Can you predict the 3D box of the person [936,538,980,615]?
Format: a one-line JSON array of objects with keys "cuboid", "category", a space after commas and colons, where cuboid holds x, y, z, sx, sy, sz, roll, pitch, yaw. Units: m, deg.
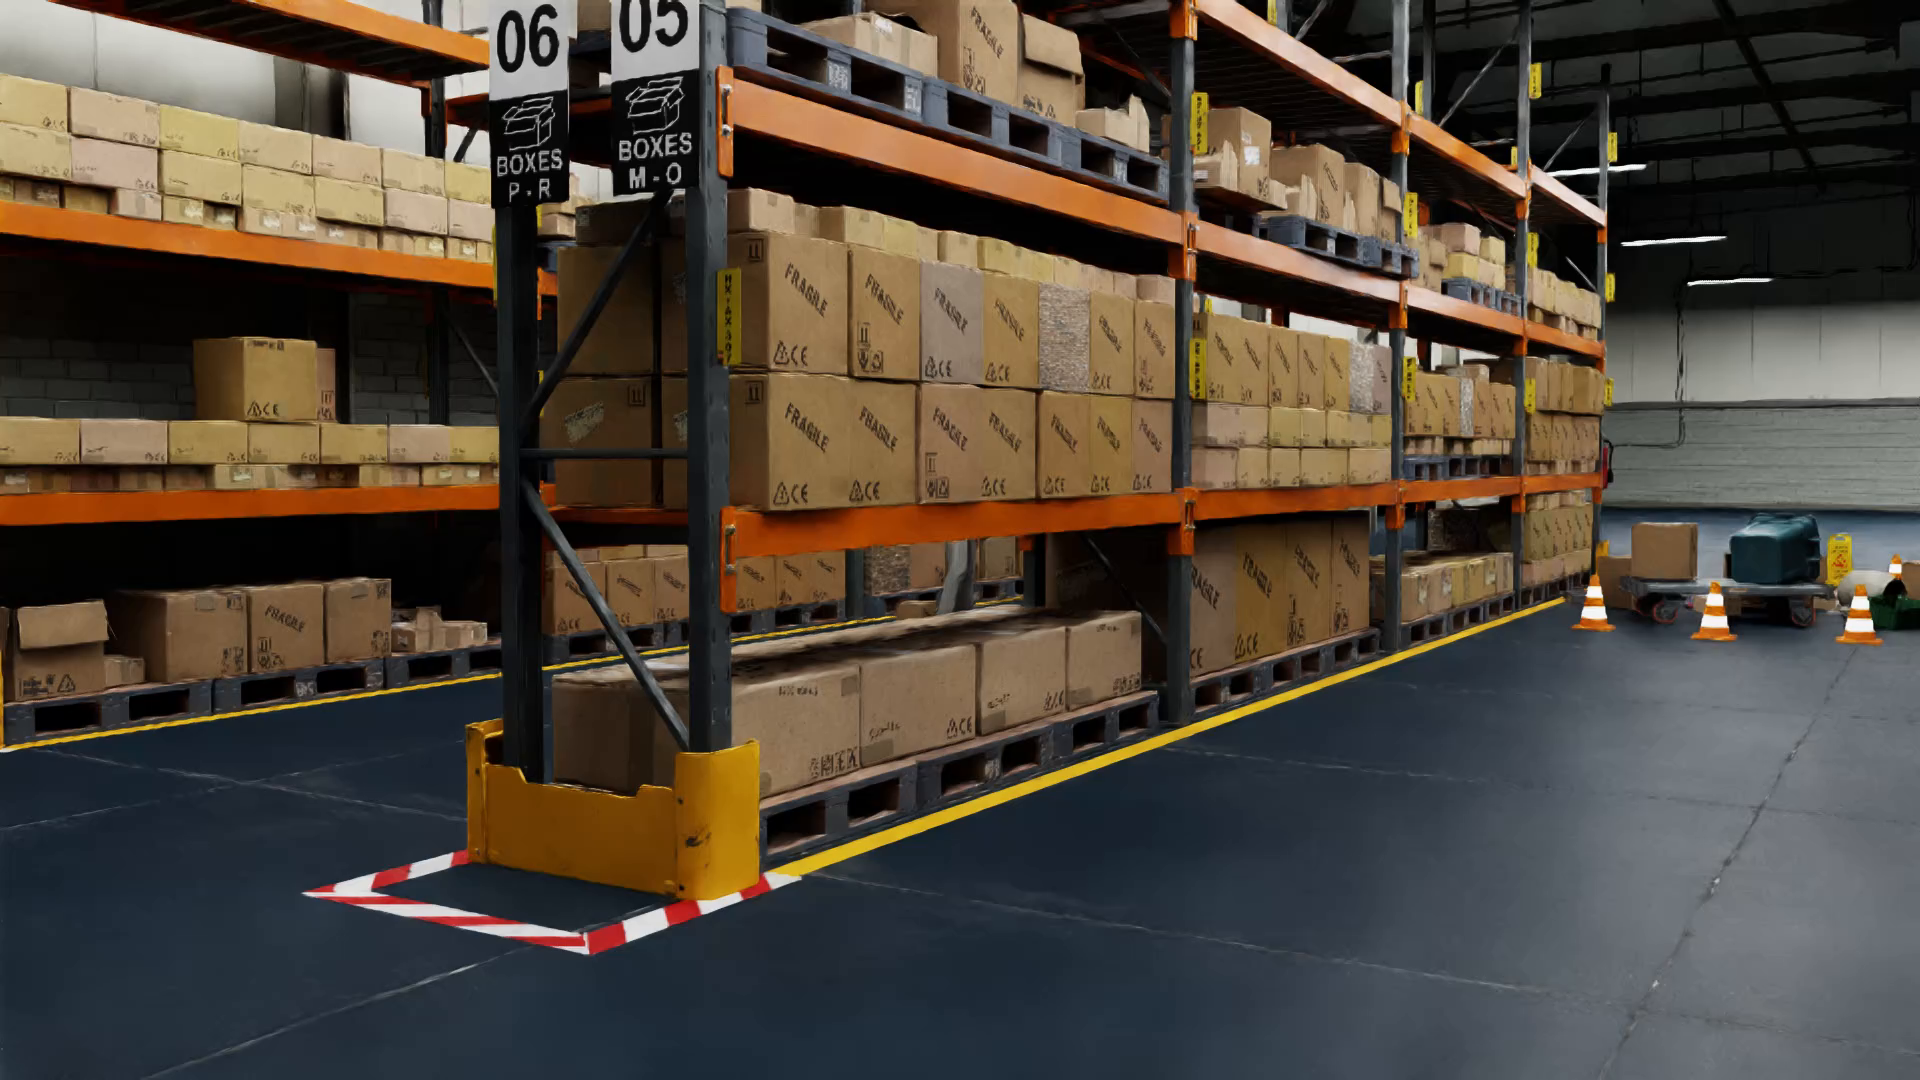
[{"cuboid": [0.008, -0.058, 14.166, 0.339, 1.703, 0.486, 2, 4, 36], "category": "person"}]
